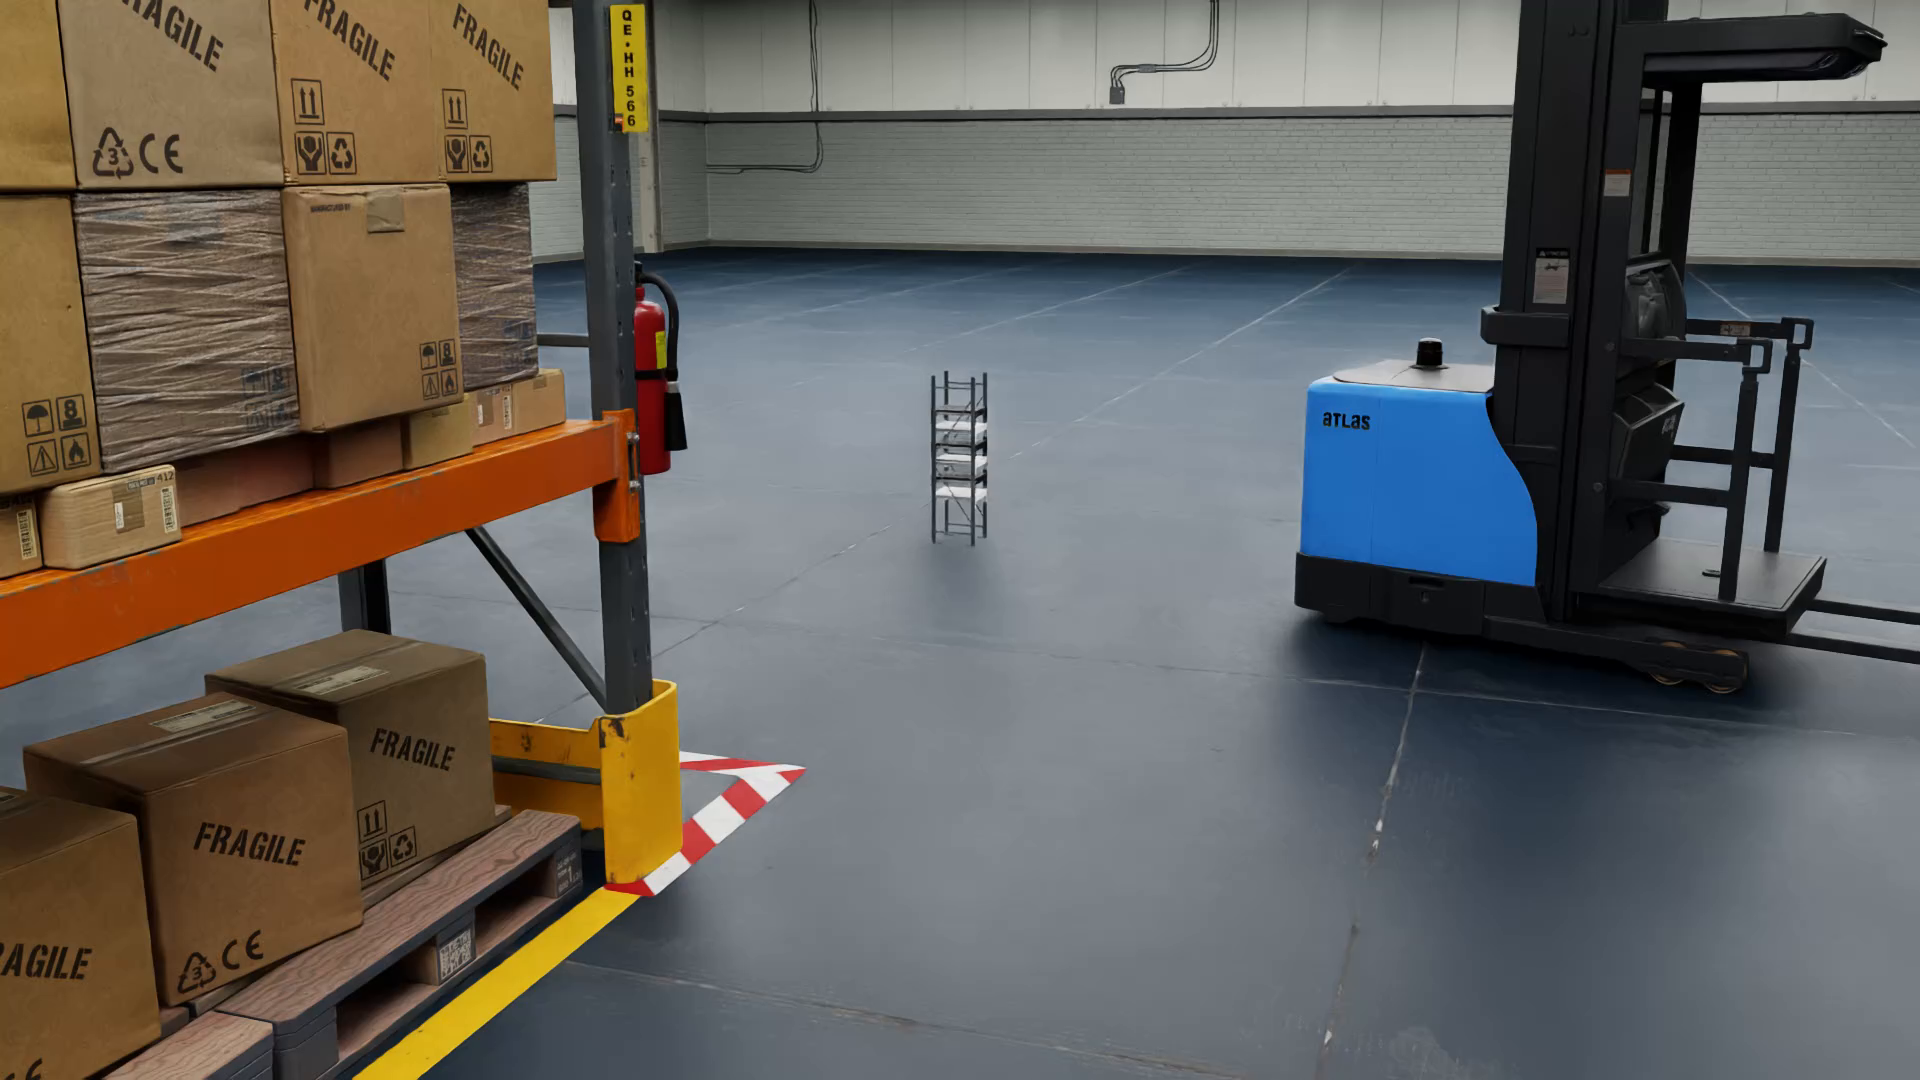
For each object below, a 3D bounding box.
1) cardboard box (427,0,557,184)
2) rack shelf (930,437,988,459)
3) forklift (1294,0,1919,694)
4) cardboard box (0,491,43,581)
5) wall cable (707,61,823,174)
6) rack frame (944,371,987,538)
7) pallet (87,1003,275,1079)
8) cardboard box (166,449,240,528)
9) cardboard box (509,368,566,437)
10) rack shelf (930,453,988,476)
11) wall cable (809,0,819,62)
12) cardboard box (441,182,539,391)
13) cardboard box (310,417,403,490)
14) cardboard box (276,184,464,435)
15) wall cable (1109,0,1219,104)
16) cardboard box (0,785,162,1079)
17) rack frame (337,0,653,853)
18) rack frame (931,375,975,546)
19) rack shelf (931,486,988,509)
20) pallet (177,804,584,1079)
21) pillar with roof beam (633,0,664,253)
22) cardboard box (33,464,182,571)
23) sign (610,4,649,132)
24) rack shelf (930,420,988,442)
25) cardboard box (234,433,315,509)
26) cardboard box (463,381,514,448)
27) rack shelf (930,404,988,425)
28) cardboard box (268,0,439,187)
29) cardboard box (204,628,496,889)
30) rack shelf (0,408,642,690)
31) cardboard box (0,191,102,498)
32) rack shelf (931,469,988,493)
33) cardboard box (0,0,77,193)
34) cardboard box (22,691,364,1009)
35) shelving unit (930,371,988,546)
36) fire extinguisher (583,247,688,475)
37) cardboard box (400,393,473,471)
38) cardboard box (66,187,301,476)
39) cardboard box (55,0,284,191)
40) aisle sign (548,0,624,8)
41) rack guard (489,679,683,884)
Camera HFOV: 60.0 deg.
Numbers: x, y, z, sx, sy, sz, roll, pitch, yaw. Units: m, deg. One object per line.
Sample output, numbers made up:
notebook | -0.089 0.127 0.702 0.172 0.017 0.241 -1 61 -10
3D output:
cardboard box | -1.340 -1.125 4.034 0.500 0.500 0.500 4 14 18
rack shelf | -0.003 -0.492 8.868 0.258 0.077 0.200 4 14 18
forklift | 2.994 -0.972 6.660 3.031 2.935 1.130 9 15 33
cardboard box | -1.825 -0.009 2.849 0.380 0.149 0.250 4 14 18
wall cable | -4.638 -9.818 38.758 3.097 2.526 0.112 4 14 18
rack frame | 0.030 -0.458 8.974 0.240 0.900 0.006 4 14 18
pallet | -2.113 1.223 3.155 1.003 0.211 1.213 4 14 18
cardboard box | -1.682 -0.115 3.316 0.380 0.149 0.250 4 14 18
cardboard box | -1.293 -0.380 4.475 0.380 0.149 0.250 4 14 18
rack shelf | -0.003 -0.405 8.888 0.258 0.077 0.200 4 14 18
wall cable | -2.078 -12.085 37.343 3.097 2.526 0.112 4 14 18
cardboard box | -1.600 -0.657 4.232 0.875 0.500 0.500 4 14 18
cardboard box | -1.502 -0.219 3.772 0.380 0.149 0.250 4 14 18
cardboard box | -1.648 -0.543 3.733 0.875 0.500 0.500 4 14 18
wall cable | 4.340 -12.303 35.025 2.305 6.003 0.169 4 14 18
cardboard box | -1.995 0.826 3.302 0.500 0.500 0.500 6 14 24
rack frame | -1.396 -0.577 4.775 1.000 3.000 0.127 4 14 18
rack frame | -0.036 -0.416 8.787 0.240 0.900 0.006 4 14 18
rack shelf | -0.003 -0.229 8.928 0.258 0.077 0.200 4 14 18
pallet | -1.717 0.967 4.277 1.003 0.211 1.213 4 14 18
pillar with roof beam | -2.769 -10.497 34.754 9.100 9.000 0.400 4 14 18
cardboard box | -1.679 -0.056 3.058 0.380 0.149 0.250 4 14 18
sign | -0.877 -1.251 4.417 0.100 0.325 0.005 4 14 18
rack shelf | -0.003 -0.580 8.848 0.258 0.077 0.200 4 14 18
cardboard box | -1.622 -0.169 3.554 0.380 0.149 0.250 4 14 18
cardboard box | -1.374 -0.327 4.244 0.380 0.149 0.250 4 14 18
rack shelf | -0.003 -0.668 8.828 0.258 0.077 0.200 4 14 18
cardboard box | -1.496 -1.019 3.571 0.500 0.500 0.500 4 14 18
cardboard box | -1.614 0.567 4.435 0.500 0.500 0.500 7 15 29
rack shelf | -2.043 0.195 3.010 1.077 0.370 4.000 4 14 18
cardboard box | -2.023 -0.336 2.827 0.875 0.500 0.500 4 14 18
rack shelf | -0.003 -0.317 8.908 0.258 0.077 0.200 4 14 18
cardboard box | -1.830 -0.809 2.652 0.500 0.500 0.500 4 14 18
cardboard box | -1.775 0.696 3.873 0.500 0.500 0.500 9 15 33
shelving unit | -0.003 -0.437 8.880 0.258 0.900 0.210 4 14 18
fire extinguisher | -0.923 -0.530 4.743 0.296 0.674 0.183 4 14 18
cardboard box | -1.406 -0.271 3.997 0.380 0.149 0.250 4 14 18
cardboard box | -1.851 -0.441 3.285 0.875 0.500 0.500 4 14 18
cardboard box | -1.660 -0.914 3.110 0.500 0.500 0.500 4 14 18
aisle sign | -1.092 -1.836 4.448 0.394 0.787 0.004 4 14 18
rack guard | -1.420 0.658 4.983 1.175 0.500 0.348 4 14 18
